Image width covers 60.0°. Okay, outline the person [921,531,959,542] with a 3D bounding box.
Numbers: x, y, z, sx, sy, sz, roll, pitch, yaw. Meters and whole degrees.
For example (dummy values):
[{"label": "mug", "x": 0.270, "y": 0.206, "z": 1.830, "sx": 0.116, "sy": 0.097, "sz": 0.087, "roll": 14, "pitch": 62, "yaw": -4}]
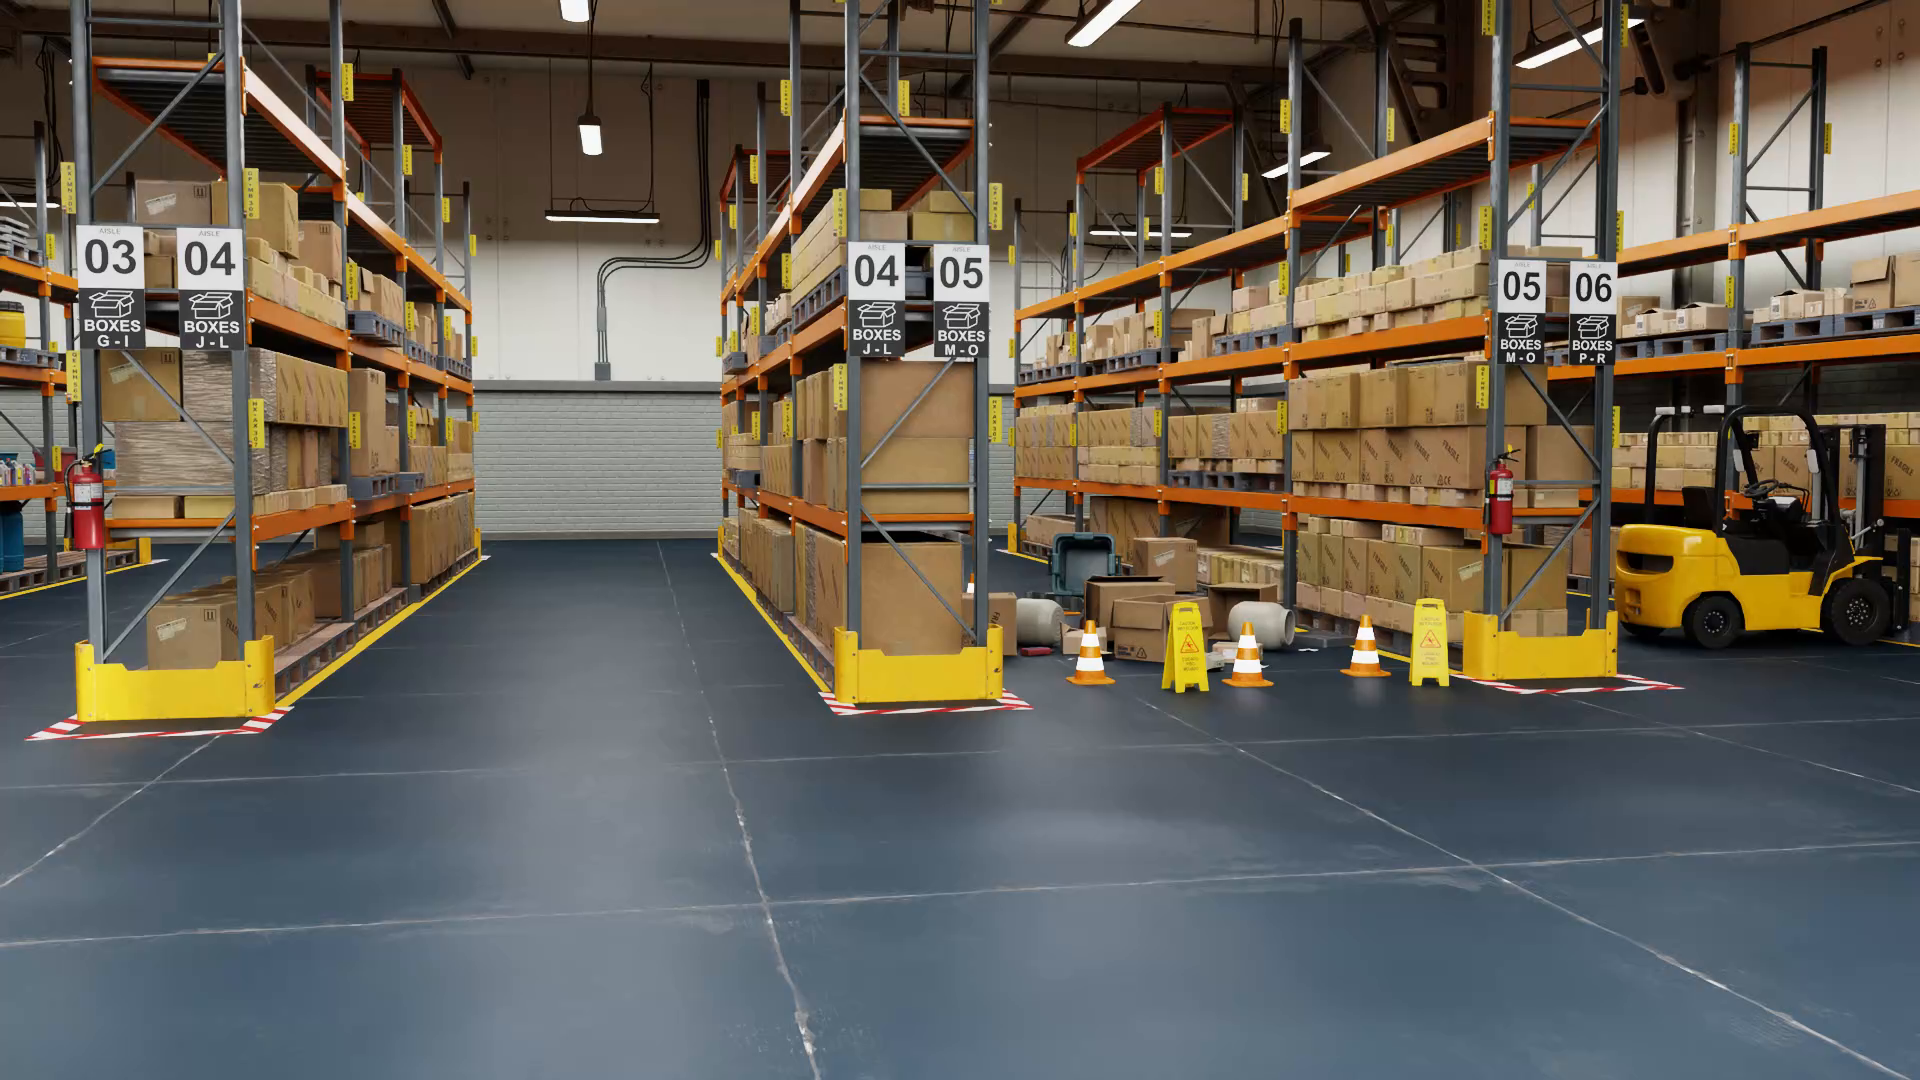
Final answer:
[{"label": "person", "x": -0.207, "y": -0.091, "z": 18.655, "sx": 0.466, "sy": 1.681, "sz": 0.344, "roll": -1, "pitch": 3, "yaw": -10}]
